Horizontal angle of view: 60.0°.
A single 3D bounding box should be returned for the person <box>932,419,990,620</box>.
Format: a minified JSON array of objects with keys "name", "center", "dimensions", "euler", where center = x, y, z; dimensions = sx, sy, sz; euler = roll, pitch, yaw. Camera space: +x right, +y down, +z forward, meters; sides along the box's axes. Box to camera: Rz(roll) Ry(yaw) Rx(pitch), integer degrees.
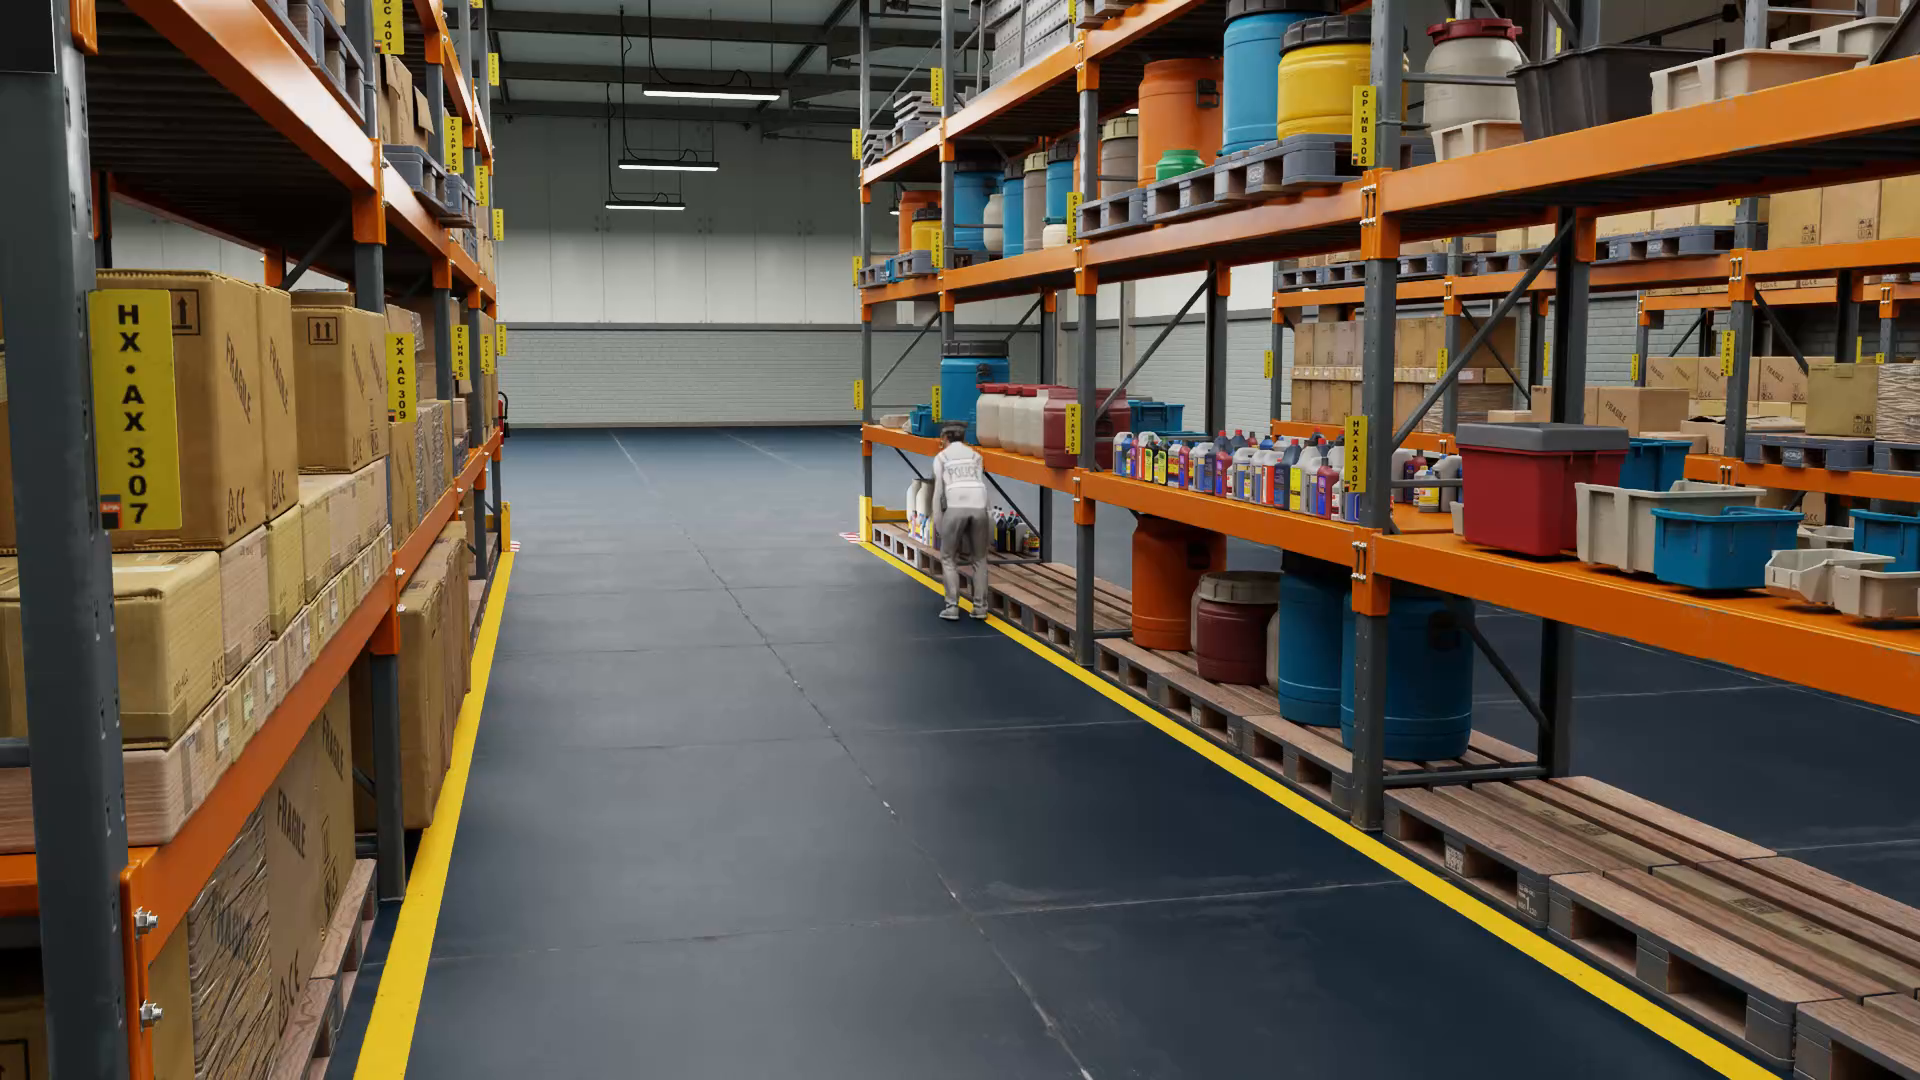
[{"name":"person","center":[-0.002,-0.165,13.154],"dimensions":[0.407,1.572,0.623],"euler":[-2,6,-15]}]
